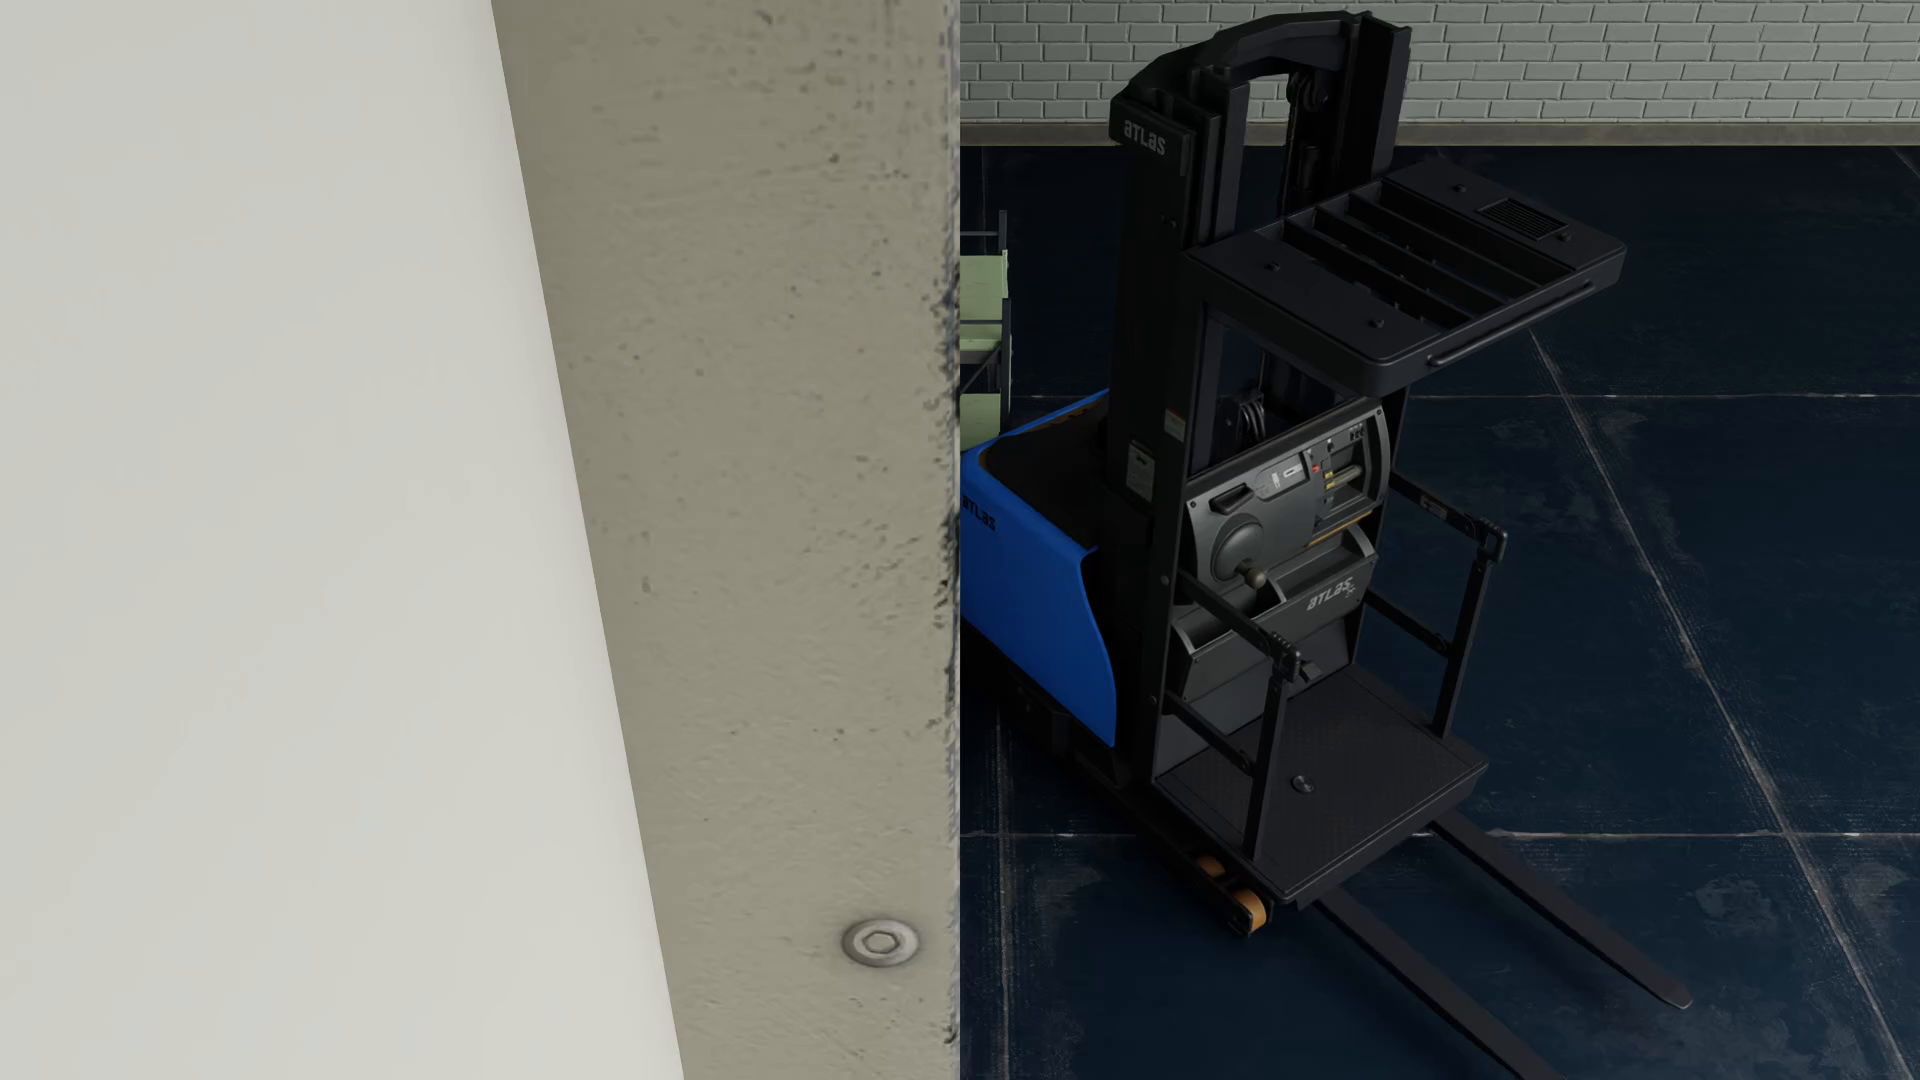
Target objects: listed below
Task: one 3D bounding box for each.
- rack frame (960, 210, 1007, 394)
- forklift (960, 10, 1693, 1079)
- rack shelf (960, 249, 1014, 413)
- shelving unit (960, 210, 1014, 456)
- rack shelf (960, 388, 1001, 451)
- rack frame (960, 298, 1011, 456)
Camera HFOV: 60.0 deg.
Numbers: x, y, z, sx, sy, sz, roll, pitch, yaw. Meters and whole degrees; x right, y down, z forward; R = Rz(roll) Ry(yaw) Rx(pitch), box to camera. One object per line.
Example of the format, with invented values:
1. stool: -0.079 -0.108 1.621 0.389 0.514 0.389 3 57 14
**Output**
1. rack frame: 0.000 -0.818 7.572 0.400 1.500 0.023 0 39 0
2. forklift: 1.251 -0.080 5.507 1.130 2.935 3.031 -25 45 -28
3. rack shelf: 0.000 -0.894 7.042 0.431 0.370 0.720 0 39 0
4. shelving unit: 0.000 -0.589 7.286 0.431 1.500 0.755 0 39 0
5. rack shelf: 0.000 -0.335 7.490 0.431 0.370 0.720 0 39 0
6. rack frame: 0.000 -0.361 7.001 0.400 1.500 0.023 0 39 0
